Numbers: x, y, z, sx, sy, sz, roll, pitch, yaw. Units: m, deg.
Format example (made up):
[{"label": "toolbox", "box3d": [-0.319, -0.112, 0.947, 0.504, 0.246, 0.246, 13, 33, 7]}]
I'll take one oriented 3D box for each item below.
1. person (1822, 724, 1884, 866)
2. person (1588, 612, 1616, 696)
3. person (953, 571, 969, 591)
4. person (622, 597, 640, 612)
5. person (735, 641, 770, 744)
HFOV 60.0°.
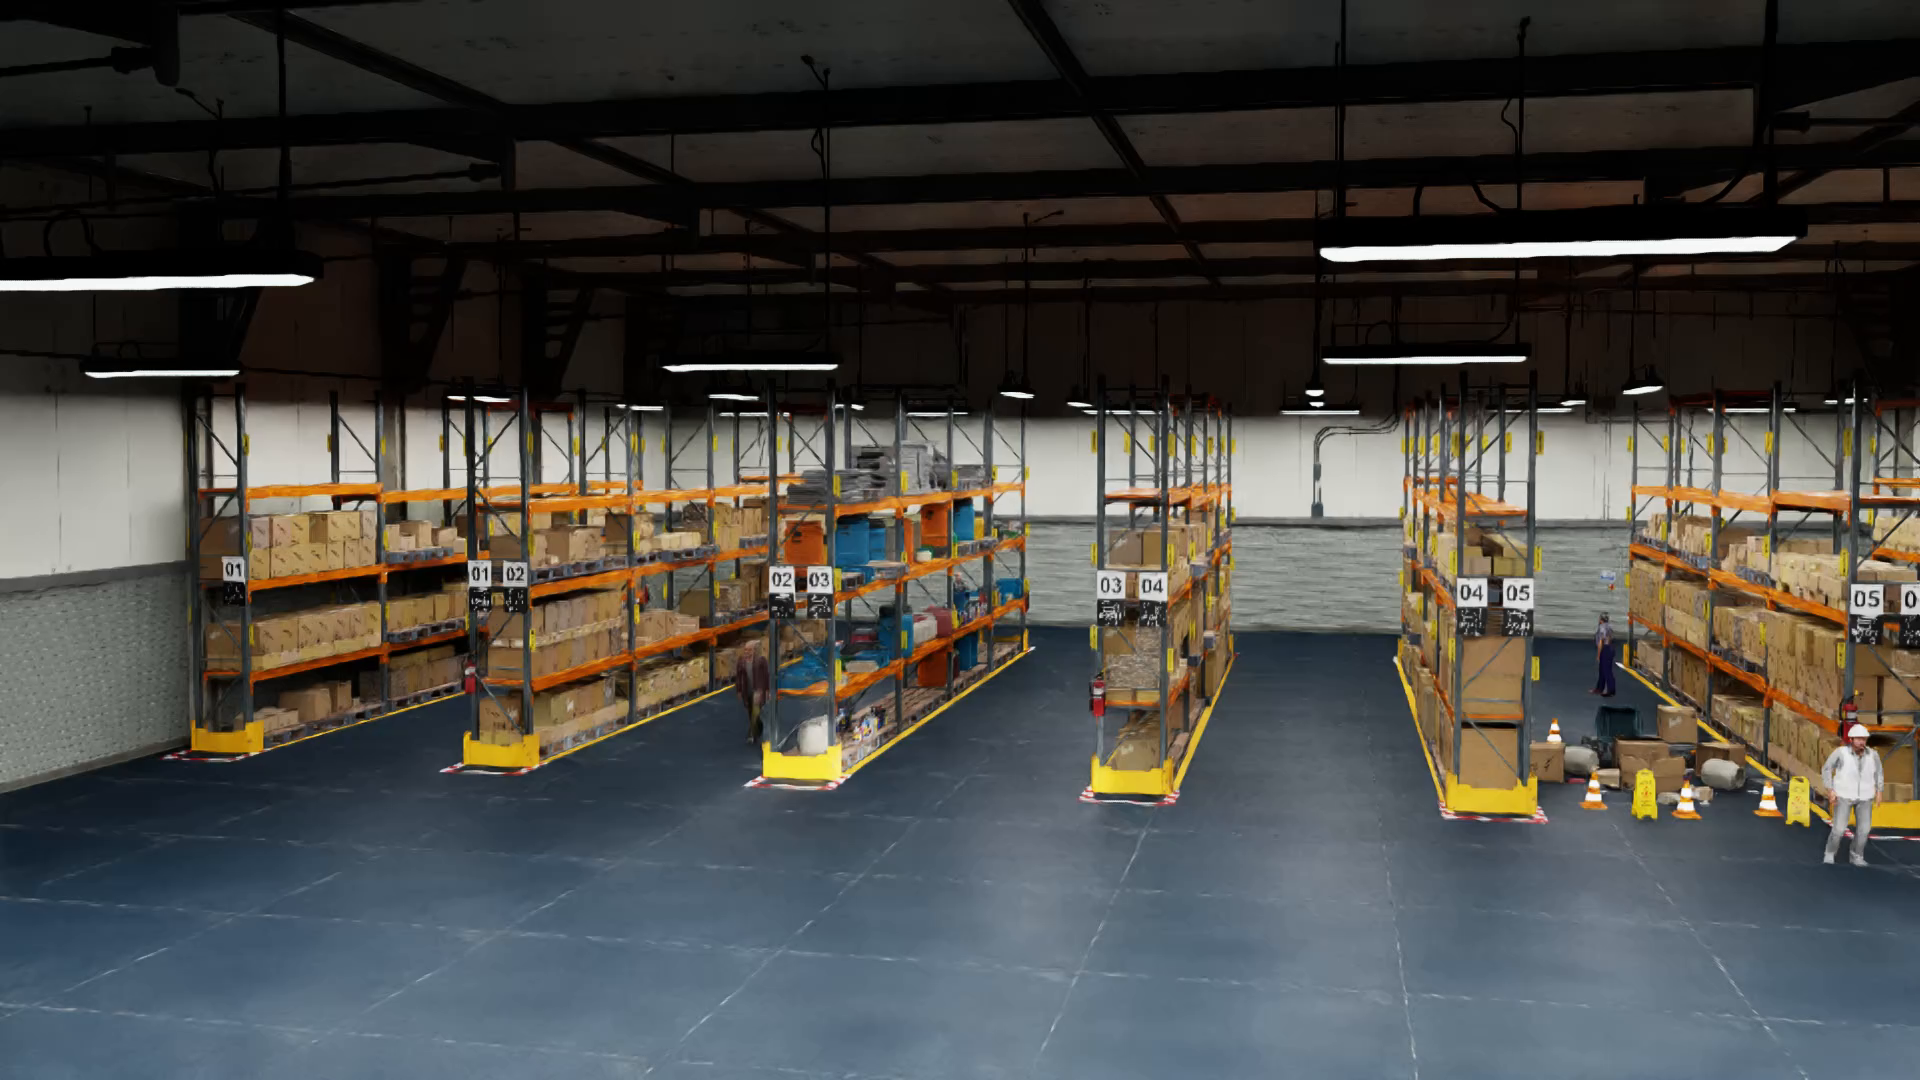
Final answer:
[{"label": "person", "box3d": [10.579, 3.020, 19.698, 0.677, 1.725, 0.574, 1, 3, 10]}, {"label": "person", "box3d": [12.868, 2.266, 33.289, 0.573, 1.640, 0.616, 2, 4, 32]}, {"label": "person", "box3d": [-0.007, 1.637, 44.210, 0.544, 1.646, 0.938, 1, 3, 11]}, {"label": "person", "box3d": [-8.699, 1.587, 43.999, 0.734, 1.770, 0.576, -3, 4, -39]}, {"label": "person", "box3d": [-3.512, 2.533, 27.996, 0.598, 1.698, 1.193, 1, 3, 14]}]
